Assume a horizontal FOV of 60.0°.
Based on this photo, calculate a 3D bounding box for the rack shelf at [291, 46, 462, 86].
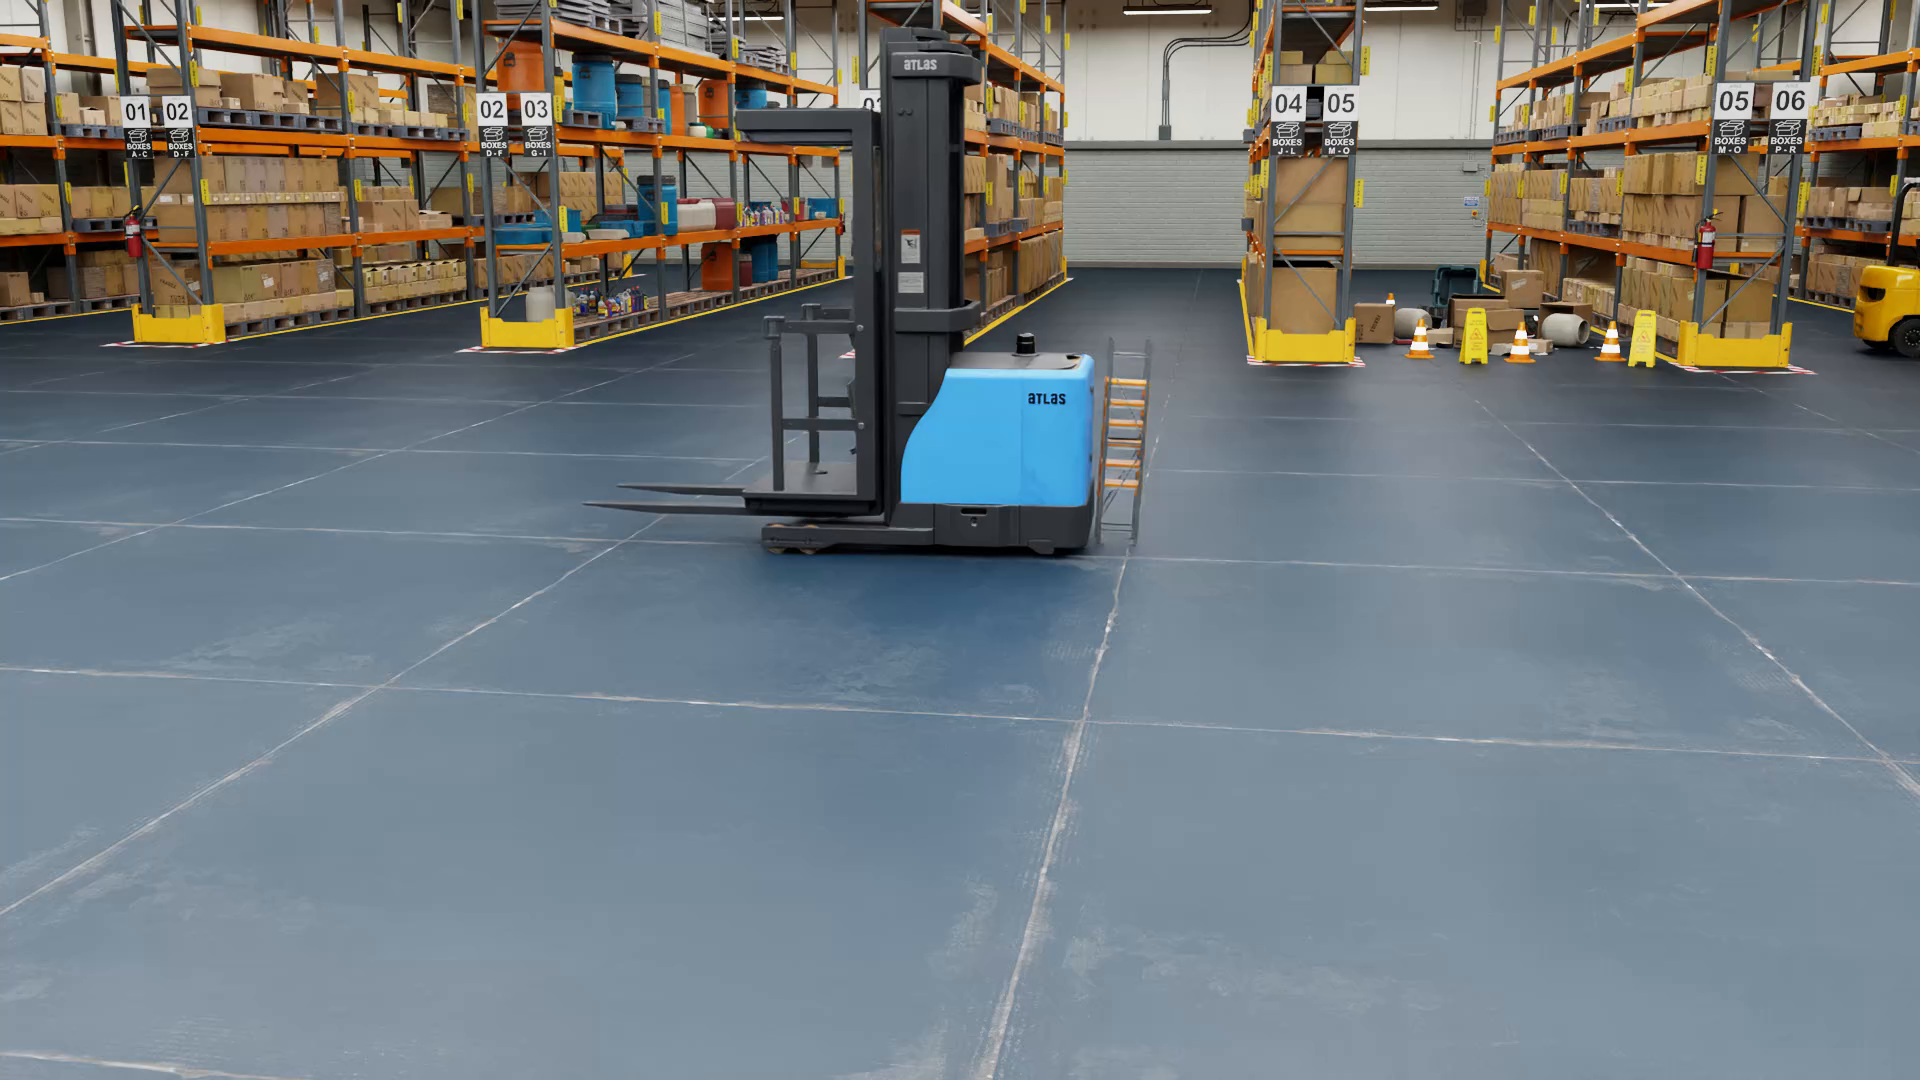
[{"bbox_3d":[-9.593,-7.788,27.428,1.077,0.370,4.000,2,12,9],"label":"rack shelf"}]

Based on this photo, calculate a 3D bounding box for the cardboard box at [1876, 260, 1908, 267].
[{"bbox_3d":[15.025,-4.427,26.814,0.380,0.149,0.250,1,12,6],"label":"cardboard box"}]

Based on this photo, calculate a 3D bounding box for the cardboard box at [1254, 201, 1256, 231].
[{"bbox_3d":[4.977,-5.174,26.642,0.500,0.500,0.500,2,12,8],"label":"cardboard box"}]

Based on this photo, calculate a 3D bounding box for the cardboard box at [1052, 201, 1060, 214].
[{"bbox_3d":[1.842,-7.019,35.095,0.500,0.250,0.500,2,12,8],"label":"cardboard box"}]

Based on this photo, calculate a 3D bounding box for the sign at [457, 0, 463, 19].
[{"bbox_3d":[-8.736,-9.268,29.047,0.100,0.325,0.005,2,12,9],"label":"sign"}]

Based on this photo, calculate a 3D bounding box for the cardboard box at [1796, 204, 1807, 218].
[{"bbox_3d":[15.652,-6.035,30.525,0.500,0.250,0.500,2,12,10],"label":"cardboard box"}]

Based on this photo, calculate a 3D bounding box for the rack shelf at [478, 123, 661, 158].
[{"bbox_3d":[-5.314,-5.523,23.090,1.077,0.370,4.000,2,12,9],"label":"rack shelf"}]

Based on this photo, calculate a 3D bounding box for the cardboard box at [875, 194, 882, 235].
[{"bbox_3d":[-0.616,-4.140,21.139,0.875,0.500,0.500,2,12,9],"label":"cardboard box"}]

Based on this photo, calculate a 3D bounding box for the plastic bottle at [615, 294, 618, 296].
[{"bbox_3d":[-5.005,-3.459,24.329,0.061,0.283,0.133,2,12,9],"label":"plastic bottle"}]

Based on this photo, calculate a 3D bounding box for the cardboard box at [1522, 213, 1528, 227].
[{"bbox_3d":[10.581,-5.852,30.385,0.500,0.250,0.500,2,12,7],"label":"cardboard box"}]

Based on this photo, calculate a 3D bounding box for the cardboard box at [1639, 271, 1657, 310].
[{"bbox_3d":[9.170,-3.237,21.645,0.500,0.500,0.500,3,12,12],"label":"cardboard box"}]

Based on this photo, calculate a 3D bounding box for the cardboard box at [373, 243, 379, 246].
[{"bbox_3d":[-13.254,-6.670,37.222,0.380,0.149,0.250,2,12,9],"label":"cardboard box"}]

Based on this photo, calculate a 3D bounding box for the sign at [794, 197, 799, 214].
[{"bbox_3d":[-3.233,-6.607,32.875,0.100,0.325,0.005,2,12,9],"label":"sign"}]

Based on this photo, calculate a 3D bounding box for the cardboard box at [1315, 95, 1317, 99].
[{"bbox_3d":[4.838,-5.729,21.699,0.380,0.149,0.250,2,12,8],"label":"cardboard box"}]

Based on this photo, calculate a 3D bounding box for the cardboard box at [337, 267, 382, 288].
[{"bbox_3d":[-9.591,-4.199,26.558,0.500,0.311,0.500,2,12,9],"label":"cardboard box"}]

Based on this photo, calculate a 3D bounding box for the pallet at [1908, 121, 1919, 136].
[{"bbox_3d":[15.184,-6.246,25.183,1.213,0.211,1.003,2,12,11],"label":"pallet"}]

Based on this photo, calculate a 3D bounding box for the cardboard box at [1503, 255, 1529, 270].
[{"bbox_3d":[11.390,-5.463,33.306,0.875,0.438,0.875,2,12,10],"label":"cardboard box"}]

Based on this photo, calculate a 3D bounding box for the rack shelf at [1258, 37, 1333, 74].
[{"bbox_3d":[5.080,-7.284,25.091,1.077,0.370,4.000,2,12,9],"label":"rack shelf"}]

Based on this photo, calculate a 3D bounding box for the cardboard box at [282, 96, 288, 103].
[{"bbox_3d":[-10.322,-6.474,24.676,0.500,0.311,0.500,1,12,6],"label":"cardboard box"}]

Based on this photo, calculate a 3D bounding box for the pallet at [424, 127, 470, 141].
[{"bbox_3d":[-9.301,-7.049,28.909,1.213,0.211,1.003,2,12,11],"label":"pallet"}]

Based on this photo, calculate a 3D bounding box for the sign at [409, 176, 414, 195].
[{"bbox_3d":[-9.823,-6.362,29.833,0.100,0.325,0.005,2,12,9],"label":"sign"}]

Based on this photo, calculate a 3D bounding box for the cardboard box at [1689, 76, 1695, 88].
[{"bbox_3d":[9.058,-5.532,20.126,0.380,0.149,0.250,2,12,9],"label":"cardboard box"}]

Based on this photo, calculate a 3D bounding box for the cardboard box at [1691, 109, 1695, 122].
[{"bbox_3d":[8.923,-5.045,19.757,0.380,0.149,0.250,2,12,10],"label":"cardboard box"}]

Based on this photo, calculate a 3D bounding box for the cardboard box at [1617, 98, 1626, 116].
[{"bbox_3d":[9.709,-6.173,23.757,0.500,0.250,0.500,2,12,9],"label":"cardboard box"}]

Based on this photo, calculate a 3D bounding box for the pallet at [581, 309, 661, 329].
[{"bbox_3d":[-5.151,-3.323,24.913,1.003,0.211,1.213,2,12,9],"label":"pallet"}]

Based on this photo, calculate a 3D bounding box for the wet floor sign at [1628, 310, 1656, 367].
[{"bbox_3d":[7.978,-2.355,19.389,0.267,0.644,0.232,7,14,28],"label":"wet floor sign"}]

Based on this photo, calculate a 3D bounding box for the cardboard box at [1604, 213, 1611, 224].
[{"bbox_3d":[9.548,-4.651,24.054,0.380,0.149,0.250,2,12,8],"label":"cardboard box"}]

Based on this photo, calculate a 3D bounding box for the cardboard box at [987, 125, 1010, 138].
[{"bbox_3d":[0.529,-6.575,26.619,0.500,0.250,0.500,2,12,10],"label":"cardboard box"}]

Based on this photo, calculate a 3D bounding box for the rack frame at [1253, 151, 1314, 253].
[{"bbox_3d":[5.388,-5.315,27.537,1.000,3.000,0.127,2,12,9],"label":"rack frame"}]

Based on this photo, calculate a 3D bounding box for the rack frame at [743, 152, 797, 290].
[{"bbox_3d":[-3.776,-6.490,32.989,1.000,3.000,0.127,2,12,9],"label":"rack frame"}]

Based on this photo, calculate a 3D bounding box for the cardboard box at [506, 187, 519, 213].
[{"bbox_3d":[-8.881,-6.536,31.967,0.700,0.500,0.500,-1,12,-6],"label":"cardboard box"}]

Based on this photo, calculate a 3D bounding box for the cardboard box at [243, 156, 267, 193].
[{"bbox_3d":[-10.271,-5.159,23.495,0.700,0.500,0.500,2,12,9],"label":"cardboard box"}]

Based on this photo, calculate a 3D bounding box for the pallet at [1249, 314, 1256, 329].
[{"bbox_3d":[4.817,-3.283,24.724,1.003,0.211,1.213,2,12,9],"label":"pallet"}]

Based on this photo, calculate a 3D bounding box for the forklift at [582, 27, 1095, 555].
[{"bbox_3d":[-0.723,-1.463,9.827,3.031,2.935,1.130,2,12,7],"label":"forklift"}]

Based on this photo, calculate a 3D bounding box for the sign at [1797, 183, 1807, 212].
[{"bbox_3d":[9.600,-3.916,18.991,0.100,0.325,0.005,2,12,9],"label":"sign"}]

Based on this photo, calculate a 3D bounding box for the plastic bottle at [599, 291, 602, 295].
[{"bbox_3d":[-5.406,-3.588,24.928,0.061,0.283,0.133,2,12,9],"label":"plastic bottle"}]

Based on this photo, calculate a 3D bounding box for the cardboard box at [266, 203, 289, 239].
[{"bbox_3d":[-10.196,-4.621,24.081,0.700,0.500,0.500,2,12,10],"label":"cardboard box"}]

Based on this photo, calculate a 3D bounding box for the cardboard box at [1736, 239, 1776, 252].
[{"bbox_3d":[9.321,-3.452,19.487,0.380,0.149,0.250,2,12,9],"label":"cardboard box"}]

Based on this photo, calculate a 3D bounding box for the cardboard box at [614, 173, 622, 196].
[{"bbox_3d":[-7.852,-7.920,37.014,0.500,0.500,0.500,2,12,8],"label":"cardboard box"}]

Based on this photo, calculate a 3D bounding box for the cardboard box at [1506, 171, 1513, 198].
[{"bbox_3d":[10.865,-6.865,32.118,0.500,0.500,0.500,2,12,9],"label":"cardboard box"}]

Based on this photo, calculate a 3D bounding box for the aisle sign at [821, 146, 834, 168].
[{"bbox_3d":[-2.861,-8.599,36.604,0.394,0.787,0.004,2,12,9],"label":"aisle sign"}]

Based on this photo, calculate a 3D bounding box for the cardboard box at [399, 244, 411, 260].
[{"bbox_3d":[-12.959,-6.478,37.870,0.700,0.500,0.500,2,12,9],"label":"cardboard box"}]

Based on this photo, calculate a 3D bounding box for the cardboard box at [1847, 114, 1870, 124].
[{"bbox_3d":[15.165,-7.076,27.950,0.380,0.149,0.250,2,12,10],"label":"cardboard box"}]

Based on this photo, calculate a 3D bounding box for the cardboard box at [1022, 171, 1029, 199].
[{"bbox_3d":[0.830,-6.463,30.246,0.797,0.503,0.637,2,12,10],"label":"cardboard box"}]

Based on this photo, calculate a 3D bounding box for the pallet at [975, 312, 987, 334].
[{"bbox_3d":[-0.181,-3.160,24.157,1.003,0.211,1.213,2,12,9],"label":"pallet"}]

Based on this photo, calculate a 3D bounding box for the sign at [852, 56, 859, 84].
[{"bbox_3d":[-1.273,-5.753,20.347,0.100,0.325,0.005,2,12,9],"label":"sign"}]

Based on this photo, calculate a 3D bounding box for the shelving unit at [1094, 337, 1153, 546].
[{"bbox_3d":[0.960,-0.579,9.797,0.258,1.200,0.189,3,12,0],"label":"shelving unit"}]

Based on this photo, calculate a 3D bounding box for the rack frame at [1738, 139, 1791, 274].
[{"bbox_3d":[16.430,-6.681,33.876,1.000,3.000,0.127,2,12,9],"label":"rack frame"}]

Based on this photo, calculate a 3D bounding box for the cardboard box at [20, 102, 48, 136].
[{"bbox_3d":[-14.630,-6.557,25.895,0.500,0.500,0.500,2,12,10],"label":"cardboard box"}]

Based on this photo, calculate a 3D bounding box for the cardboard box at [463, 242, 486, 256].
[{"bbox_3d":[-9.216,-5.606,31.994,0.500,0.250,0.500,2,12,8],"label":"cardboard box"}]

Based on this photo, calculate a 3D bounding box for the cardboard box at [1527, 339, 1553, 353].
[{"bbox_3d":[7.270,-2.455,21.033,0.380,0.149,0.250,10,15,38],"label":"cardboard box"}]

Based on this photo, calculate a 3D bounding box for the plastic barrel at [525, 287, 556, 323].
[{"bbox_3d":[-5.596,-3.121,22.263,0.421,0.512,0.421,0,12,0],"label":"plastic barrel"}]

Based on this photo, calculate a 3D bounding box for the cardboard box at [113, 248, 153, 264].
[{"bbox_3d":[-14.464,-4.963,29.011,0.500,0.250,0.500,2,12,8],"label":"cardboard box"}]

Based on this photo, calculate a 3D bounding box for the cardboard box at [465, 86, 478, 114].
[{"bbox_3d":[-9.134,-8.020,30.355,0.500,0.500,0.500,2,12,9],"label":"cardboard box"}]

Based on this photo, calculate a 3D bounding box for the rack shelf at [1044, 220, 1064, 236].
[{"bbox_3d":[1.425,-6.394,34.252,1.077,0.370,4.000,2,12,9],"label":"rack shelf"}]
